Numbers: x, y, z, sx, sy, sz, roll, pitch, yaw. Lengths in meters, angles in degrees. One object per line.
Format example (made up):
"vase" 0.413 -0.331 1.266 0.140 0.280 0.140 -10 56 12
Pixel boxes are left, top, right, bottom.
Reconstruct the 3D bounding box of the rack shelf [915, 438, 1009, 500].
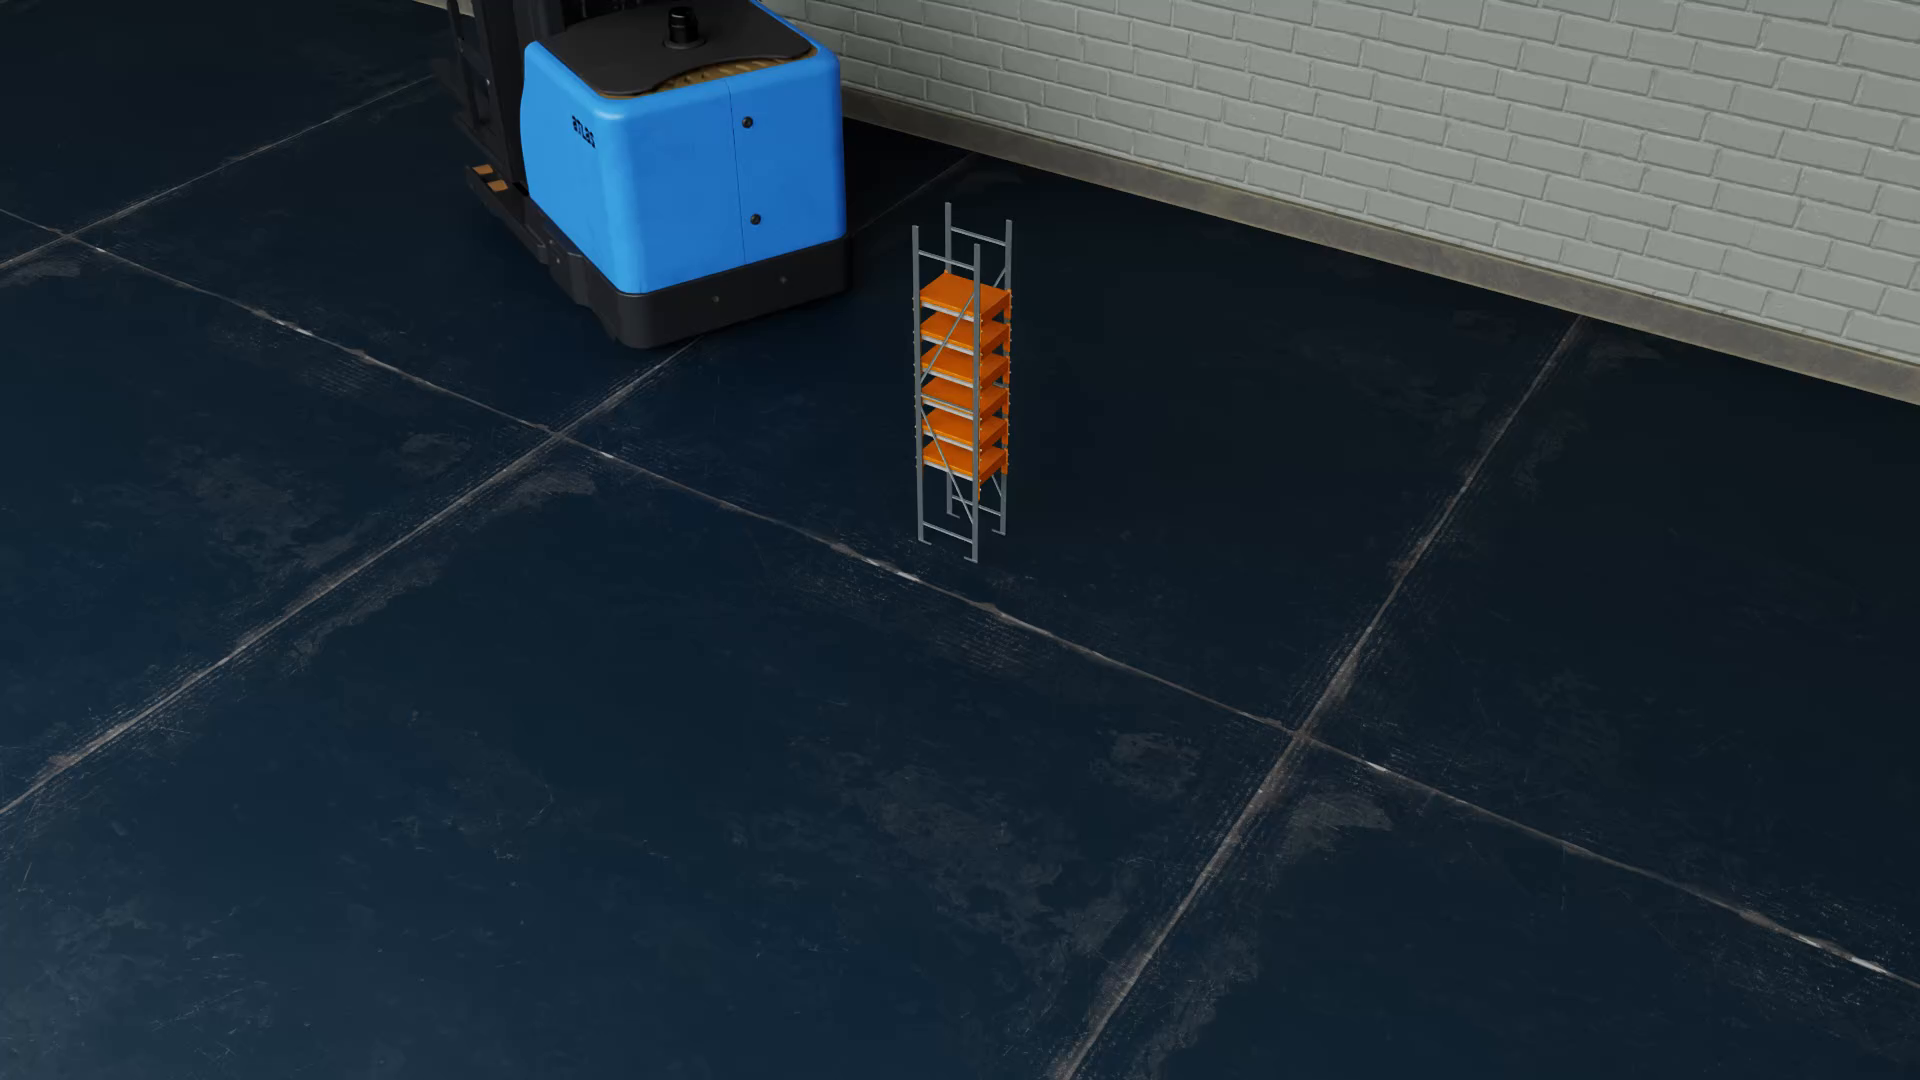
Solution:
"rack shelf" 0.008 -0.257 5.567 0.258 0.103 0.180 21 42 25

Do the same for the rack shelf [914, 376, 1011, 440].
"rack shelf" 0.008 -0.447 5.420 0.258 0.103 0.180 21 42 25

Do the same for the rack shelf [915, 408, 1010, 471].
"rack shelf" 0.008 -0.352 5.494 0.258 0.103 0.180 21 42 25

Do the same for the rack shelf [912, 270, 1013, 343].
"rack shelf" 0.008 -0.733 5.201 0.258 0.103 0.180 21 42 25

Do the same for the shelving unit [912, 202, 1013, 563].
"shelving unit" 0.008 -0.483 5.393 0.258 1.200 0.189 21 42 25

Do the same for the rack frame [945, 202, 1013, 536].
"rack frame" 0.057 -0.530 5.455 0.240 1.200 0.006 21 42 25

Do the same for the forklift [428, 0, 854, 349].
"forklift" -1.660 -2.793 6.973 1.130 2.935 3.031 -21 42 -25

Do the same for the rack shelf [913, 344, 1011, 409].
"rack shelf" 0.008 -0.542 5.347 0.258 0.103 0.180 21 42 25

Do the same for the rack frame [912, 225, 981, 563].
"rack frame" -0.041 -0.435 5.332 0.240 1.200 0.006 21 42 25

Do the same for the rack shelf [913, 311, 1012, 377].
"rack shelf" 0.008 -0.638 5.274 0.258 0.103 0.180 21 42 25
